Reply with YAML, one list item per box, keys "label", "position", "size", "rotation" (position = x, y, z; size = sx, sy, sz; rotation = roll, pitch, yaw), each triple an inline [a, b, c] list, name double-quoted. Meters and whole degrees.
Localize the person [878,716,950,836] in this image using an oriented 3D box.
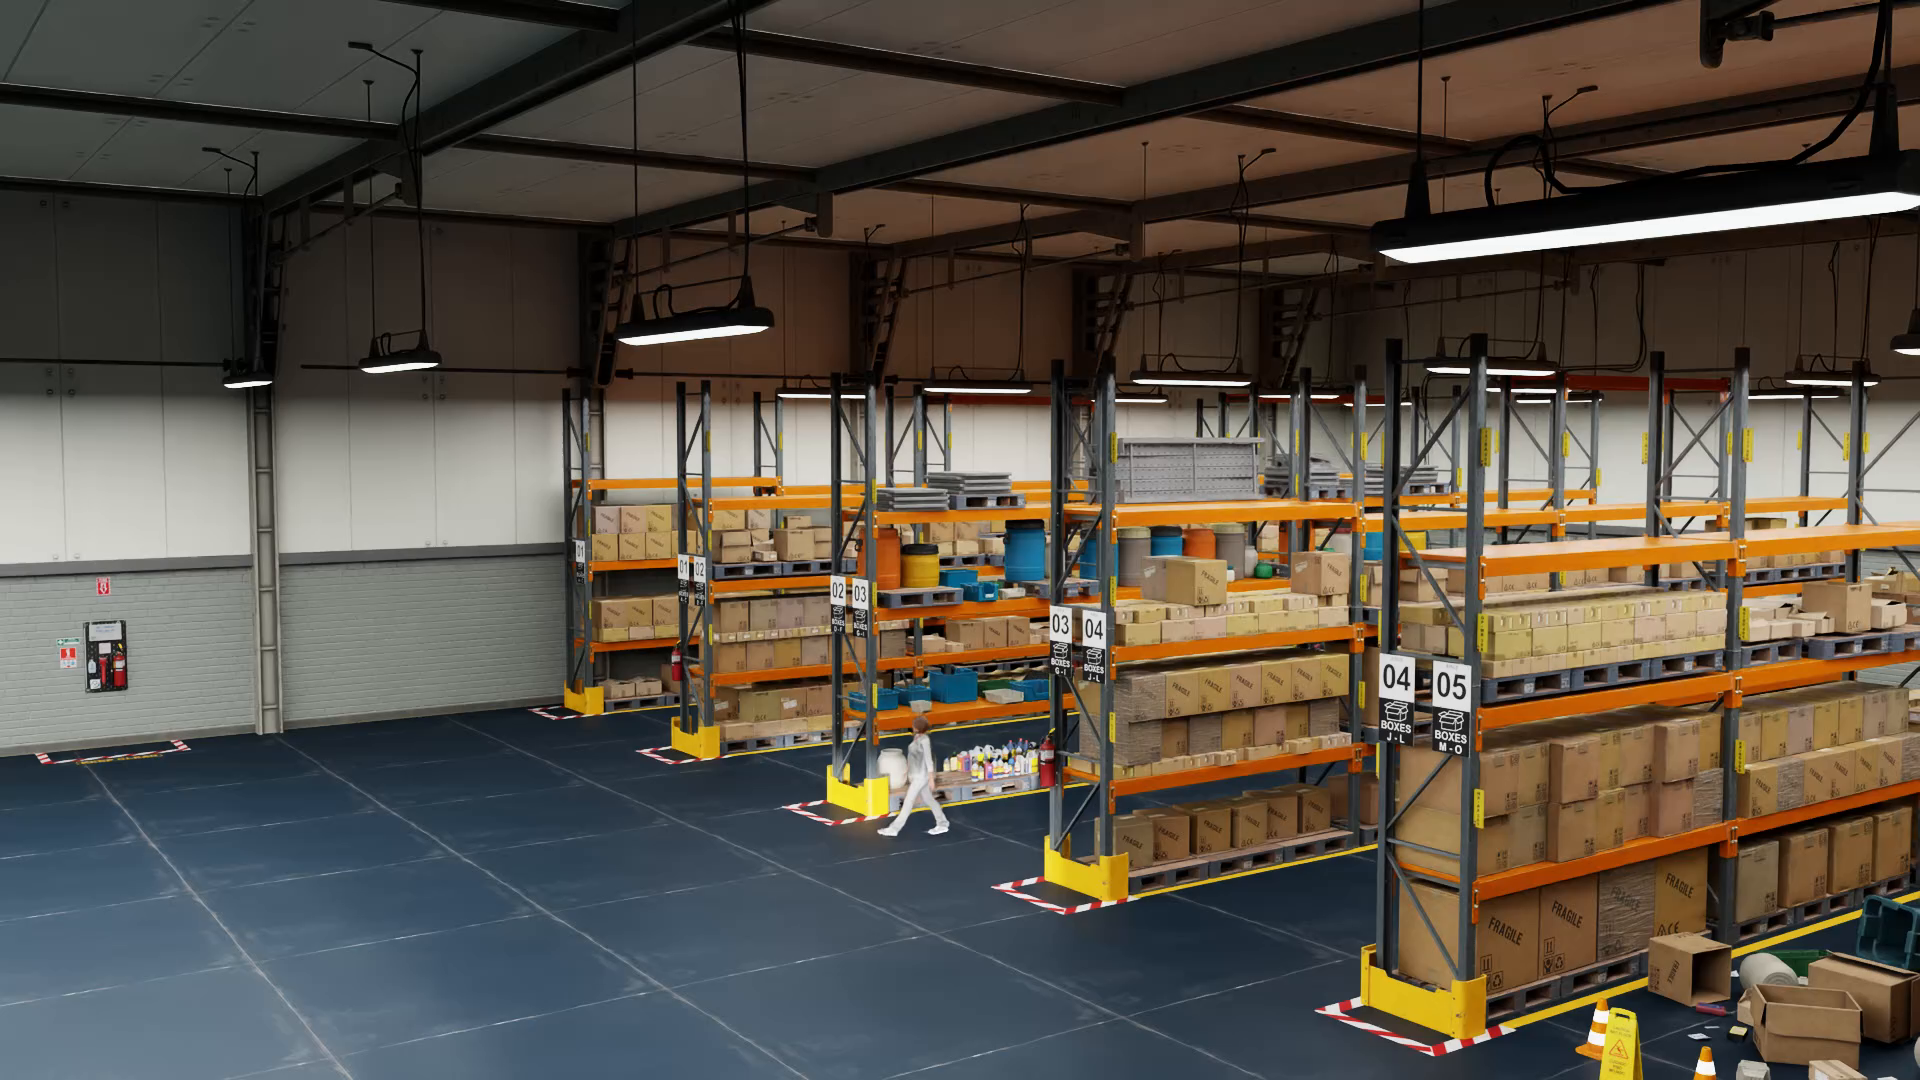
- label: "person"
  position: [-0.599, 3.010, 21.244]
  size: [0.952, 1.549, 0.448]
  rotation: [-1, 4, -9]
